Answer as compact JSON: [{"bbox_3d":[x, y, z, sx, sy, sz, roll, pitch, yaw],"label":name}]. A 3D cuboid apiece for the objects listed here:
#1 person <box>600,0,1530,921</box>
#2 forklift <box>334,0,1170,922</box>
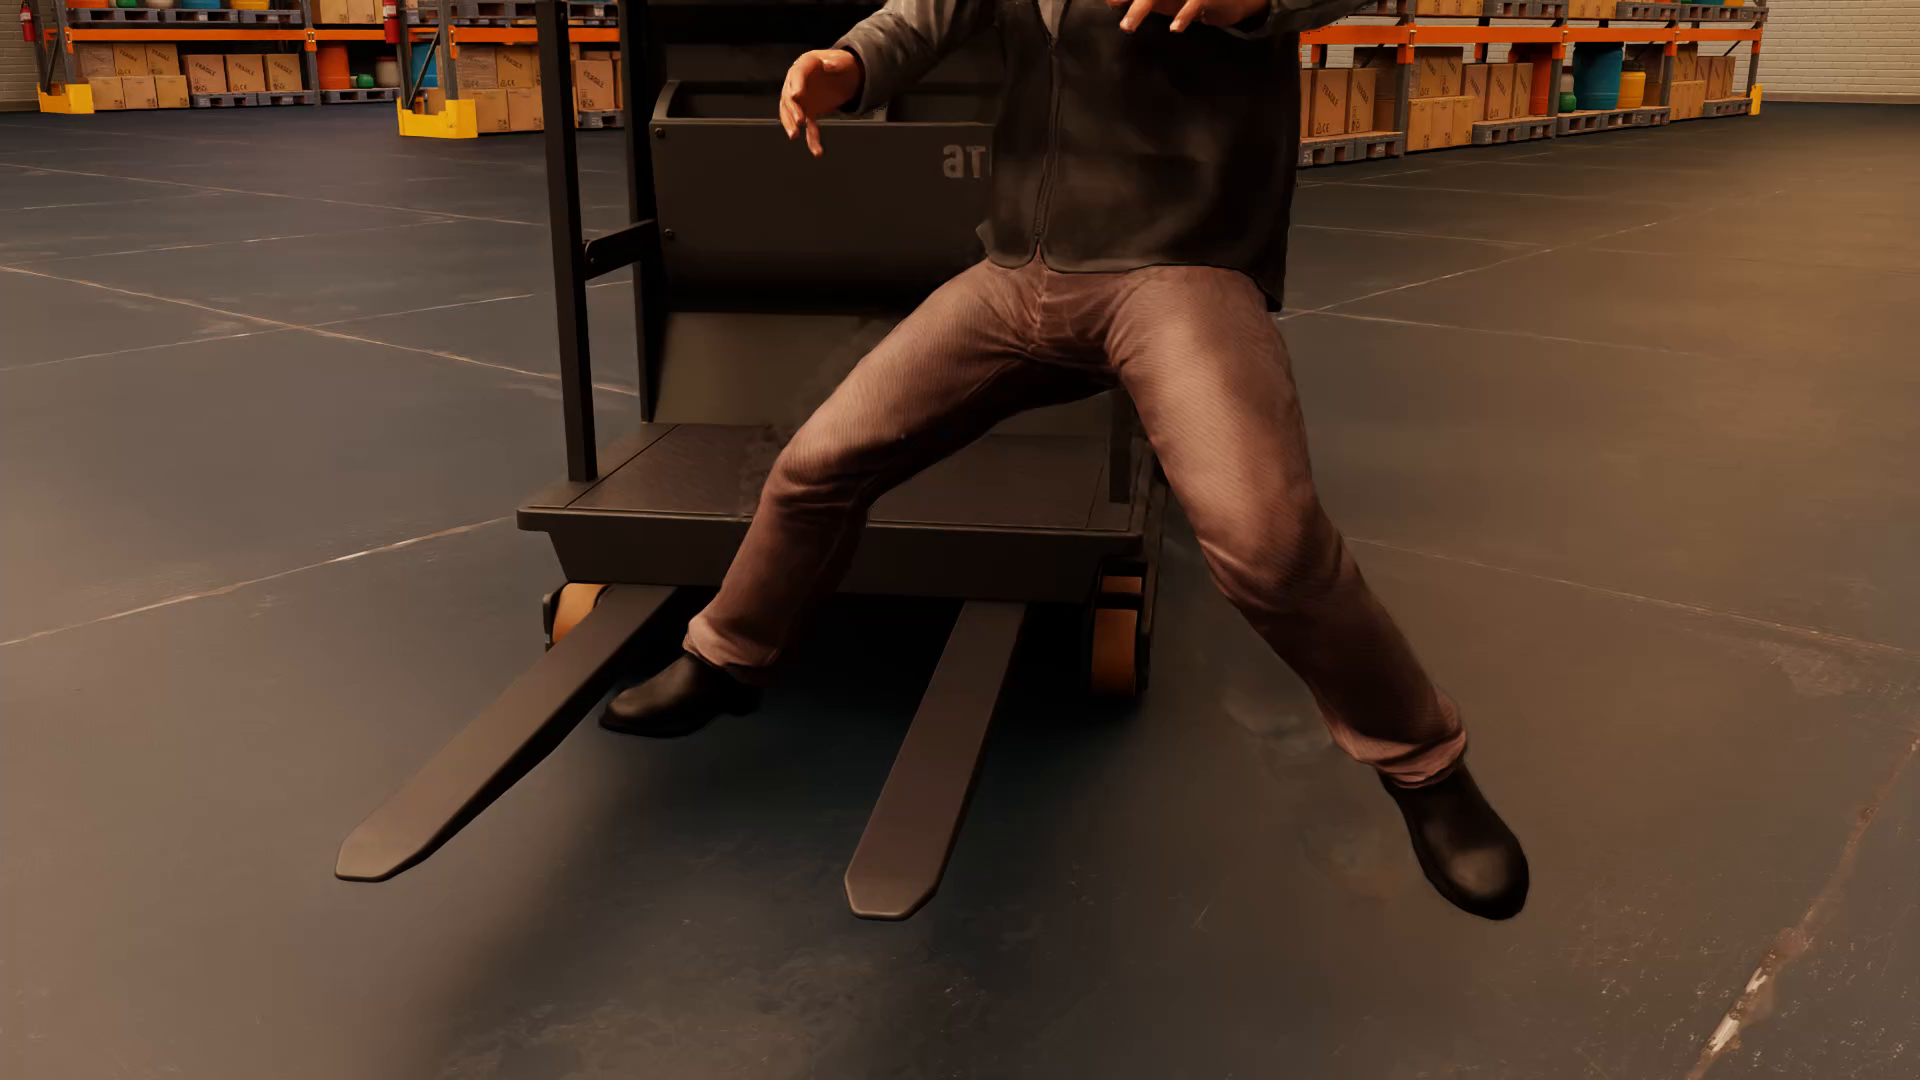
[{"bbox_3d":[0.112,-0.347,2.116,0.745,1.518,1.238,-15,22,-40],"label":"person"},{"bbox_3d":[-0.170,-1.226,2.935,1.130,2.935,3.031,2,17,8],"label":"forklift"}]
